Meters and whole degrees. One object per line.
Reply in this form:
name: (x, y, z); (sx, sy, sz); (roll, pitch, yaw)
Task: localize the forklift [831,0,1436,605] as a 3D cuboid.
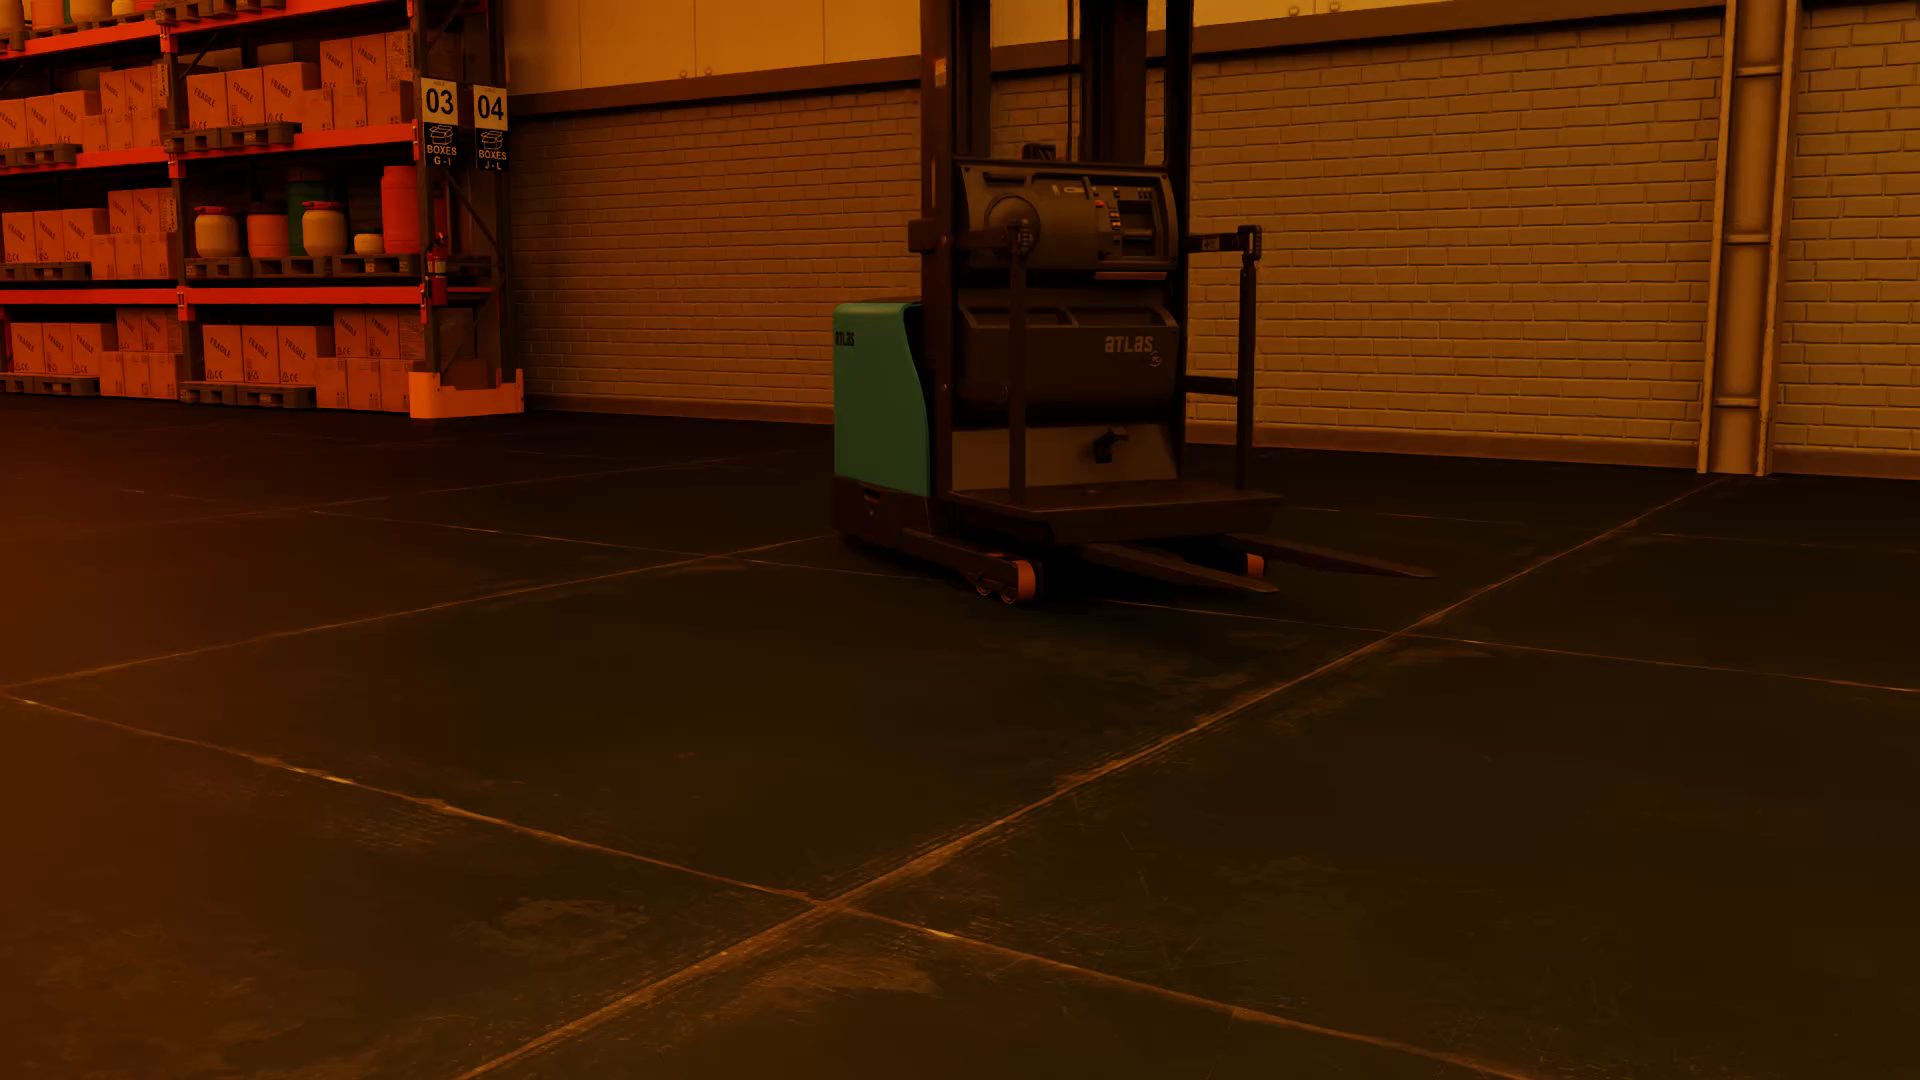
forklift: (0.527, -1.288, 6.252); (1.130, 2.935, 3.031); (-4, 9, -26)
